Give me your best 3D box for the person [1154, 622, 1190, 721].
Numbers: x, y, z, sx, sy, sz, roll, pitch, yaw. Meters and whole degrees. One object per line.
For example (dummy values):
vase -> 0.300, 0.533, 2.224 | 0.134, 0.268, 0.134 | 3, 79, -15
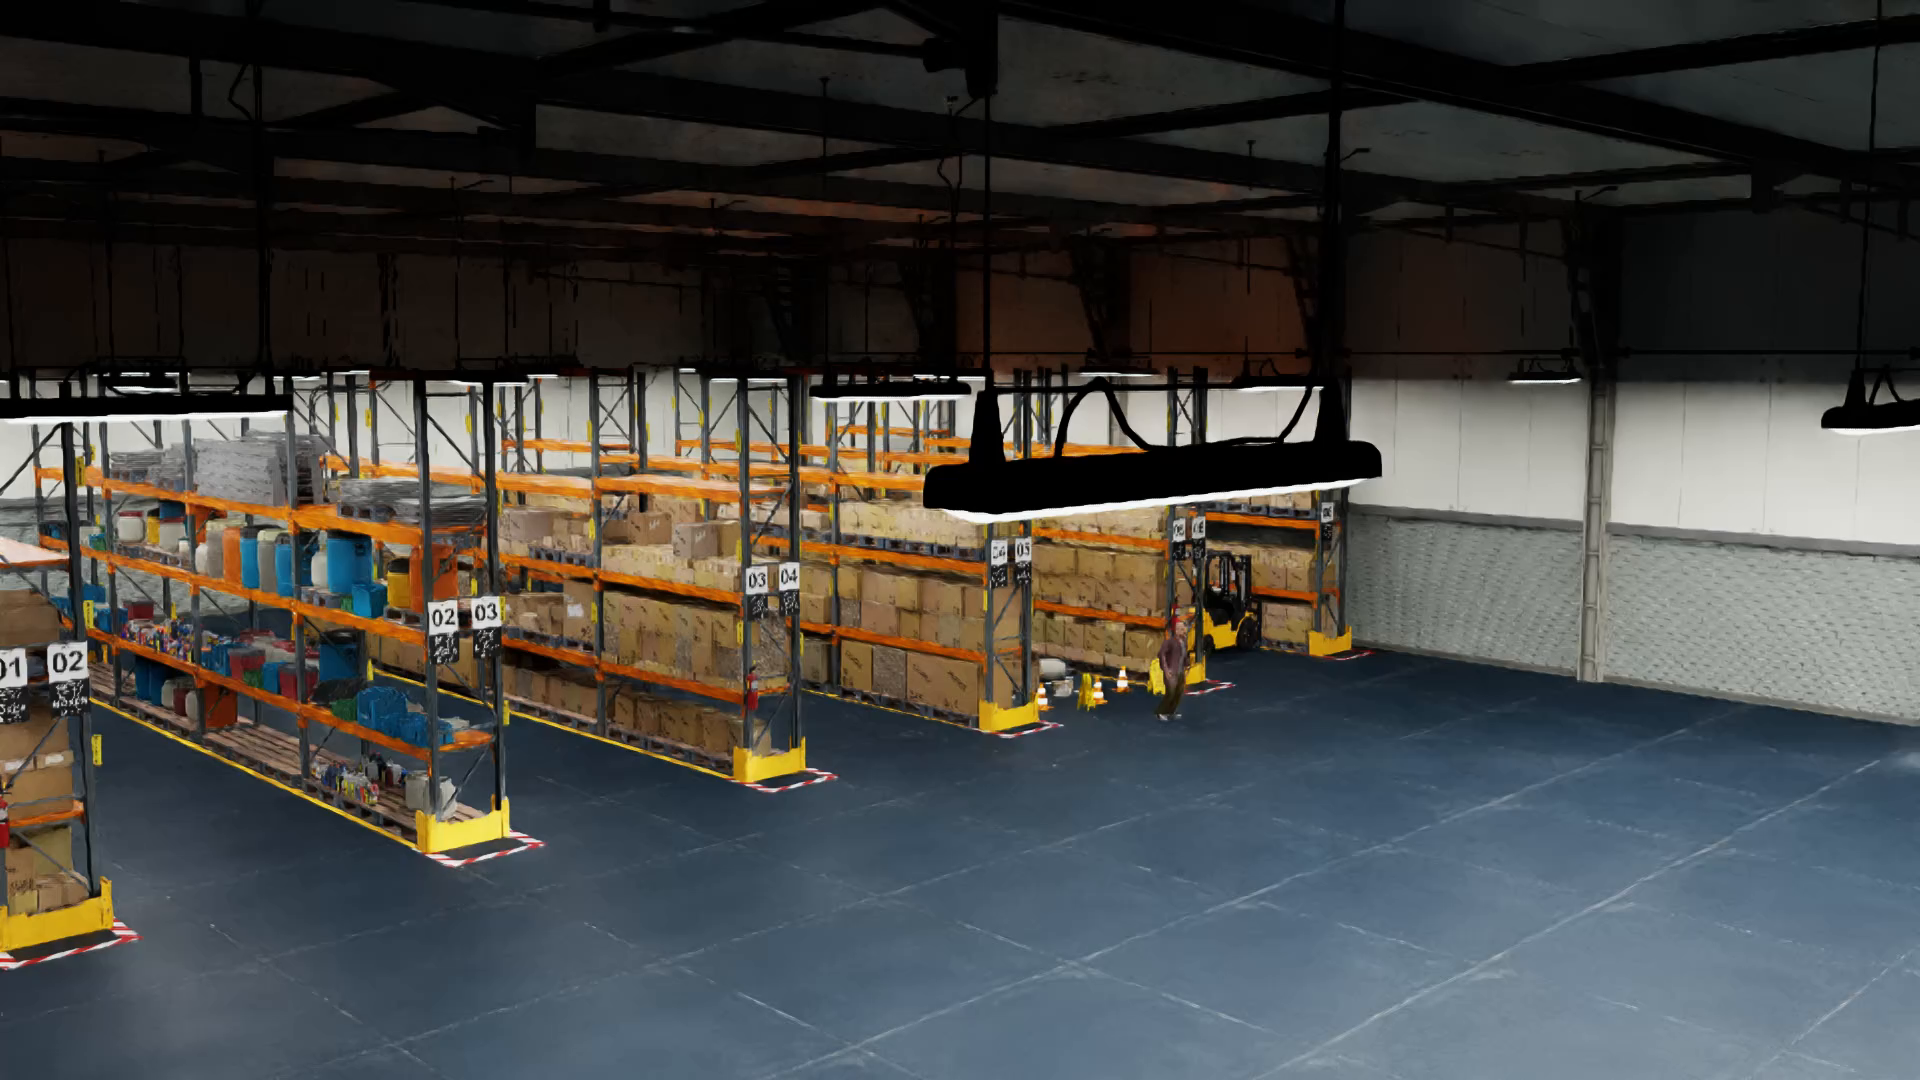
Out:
person -> 3.658, 2.248, 28.632 | 0.729, 1.733, 0.546 | -6, 9, -44
